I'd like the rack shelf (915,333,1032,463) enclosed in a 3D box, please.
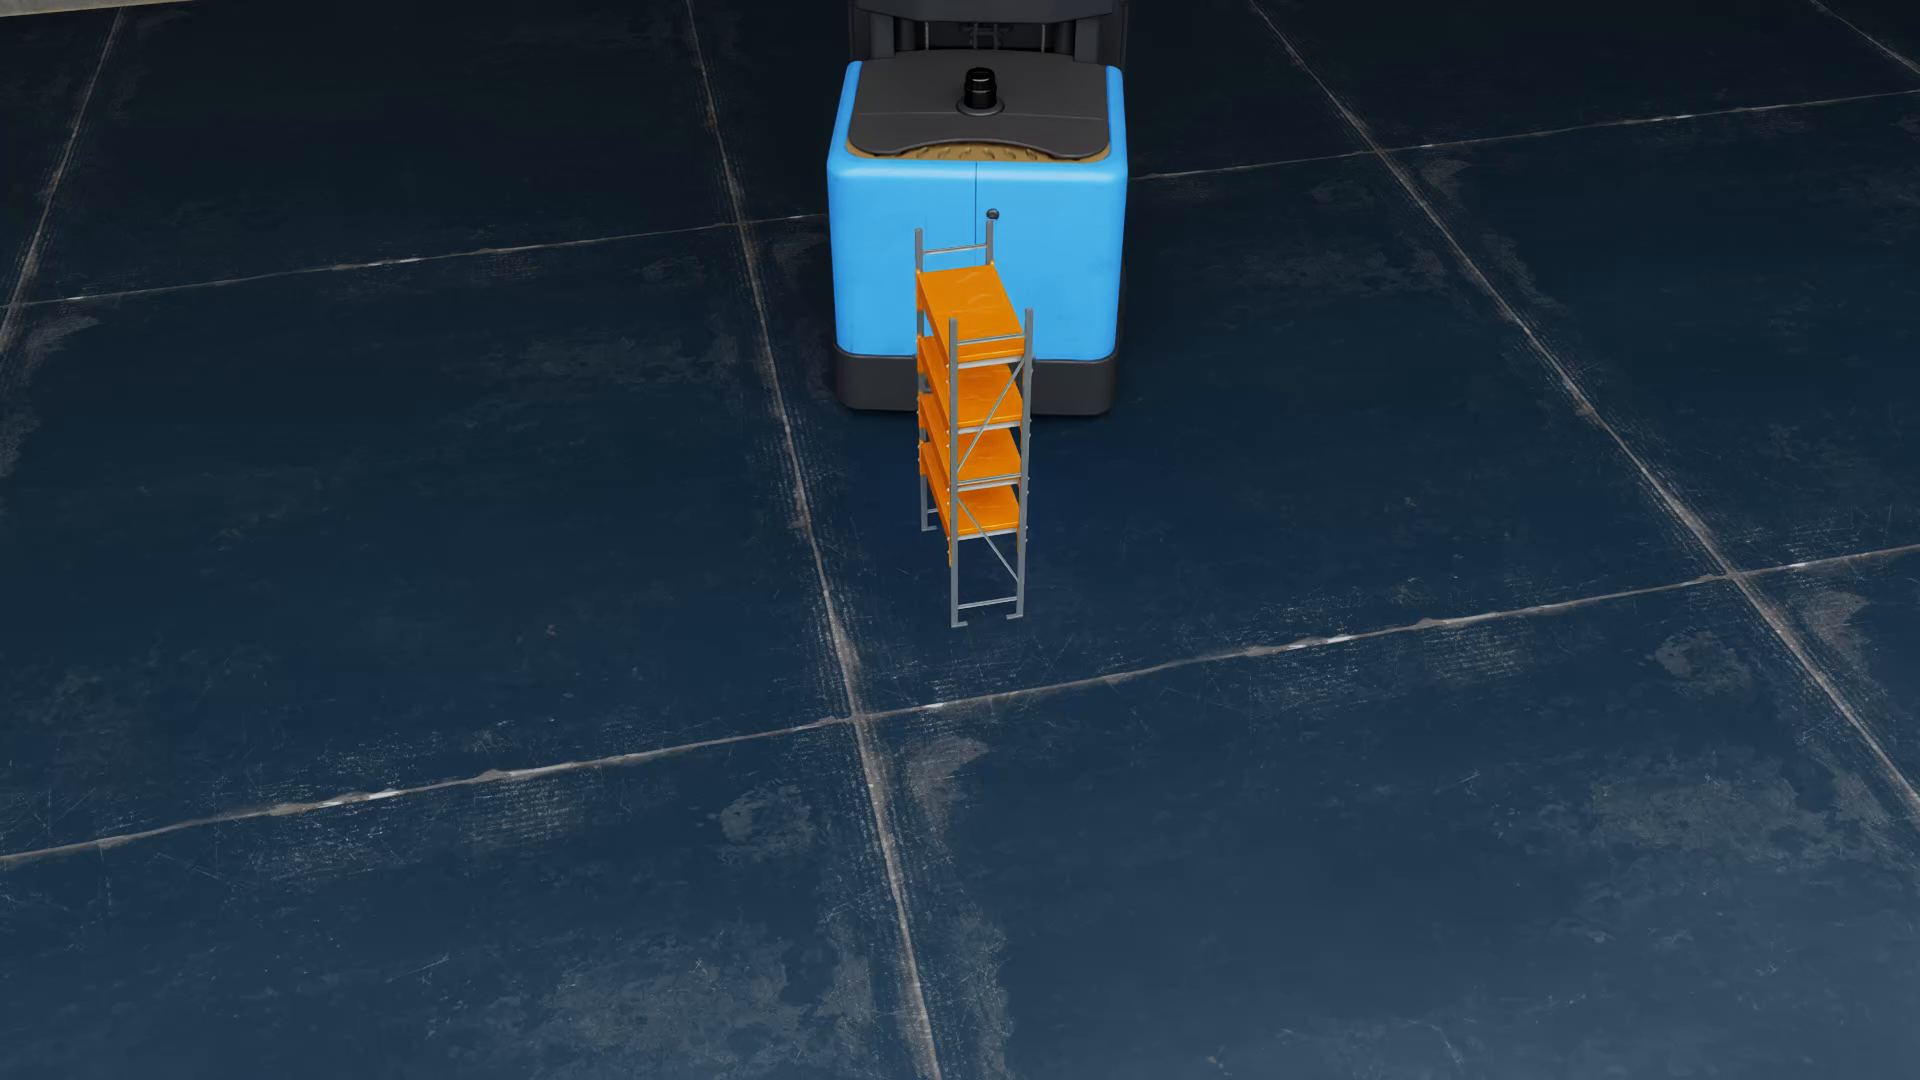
[{"bbox_3d":[0.036,-0.458,5.127,0.258,0.148,0.480,-8,42,-9],"label":"rack shelf"}]

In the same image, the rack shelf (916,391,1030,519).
[{"bbox_3d":[0.036,-0.291,5.275,0.258,0.148,0.480,-8,42,-9],"label":"rack shelf"}]

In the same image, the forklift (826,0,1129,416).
[{"bbox_3d":[0.120,-2.519,6.380,1.130,2.935,3.031,2,42,2],"label":"forklift"}]

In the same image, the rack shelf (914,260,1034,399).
[{"bbox_3d":[0.036,-0.635,4.970,0.258,0.148,0.480,-8,42,-9],"label":"rack shelf"}]

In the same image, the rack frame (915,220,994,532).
[{"bbox_3d":[-0.017,-0.500,5.409,0.240,1.200,0.015,-8,42,-9],"label":"rack frame"}]

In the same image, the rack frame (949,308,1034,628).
[{"bbox_3d":[0.088,-0.183,5.053,0.240,1.200,0.015,-8,42,-9],"label":"rack frame"}]

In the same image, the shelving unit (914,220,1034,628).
[{"bbox_3d":[0.036,-0.341,5.231,0.258,1.200,0.503,-8,42,-9],"label":"shelving unit"}]

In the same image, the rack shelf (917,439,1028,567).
[{"bbox_3d":[0.036,-0.143,5.407,0.258,0.148,0.480,-8,42,-9],"label":"rack shelf"}]
